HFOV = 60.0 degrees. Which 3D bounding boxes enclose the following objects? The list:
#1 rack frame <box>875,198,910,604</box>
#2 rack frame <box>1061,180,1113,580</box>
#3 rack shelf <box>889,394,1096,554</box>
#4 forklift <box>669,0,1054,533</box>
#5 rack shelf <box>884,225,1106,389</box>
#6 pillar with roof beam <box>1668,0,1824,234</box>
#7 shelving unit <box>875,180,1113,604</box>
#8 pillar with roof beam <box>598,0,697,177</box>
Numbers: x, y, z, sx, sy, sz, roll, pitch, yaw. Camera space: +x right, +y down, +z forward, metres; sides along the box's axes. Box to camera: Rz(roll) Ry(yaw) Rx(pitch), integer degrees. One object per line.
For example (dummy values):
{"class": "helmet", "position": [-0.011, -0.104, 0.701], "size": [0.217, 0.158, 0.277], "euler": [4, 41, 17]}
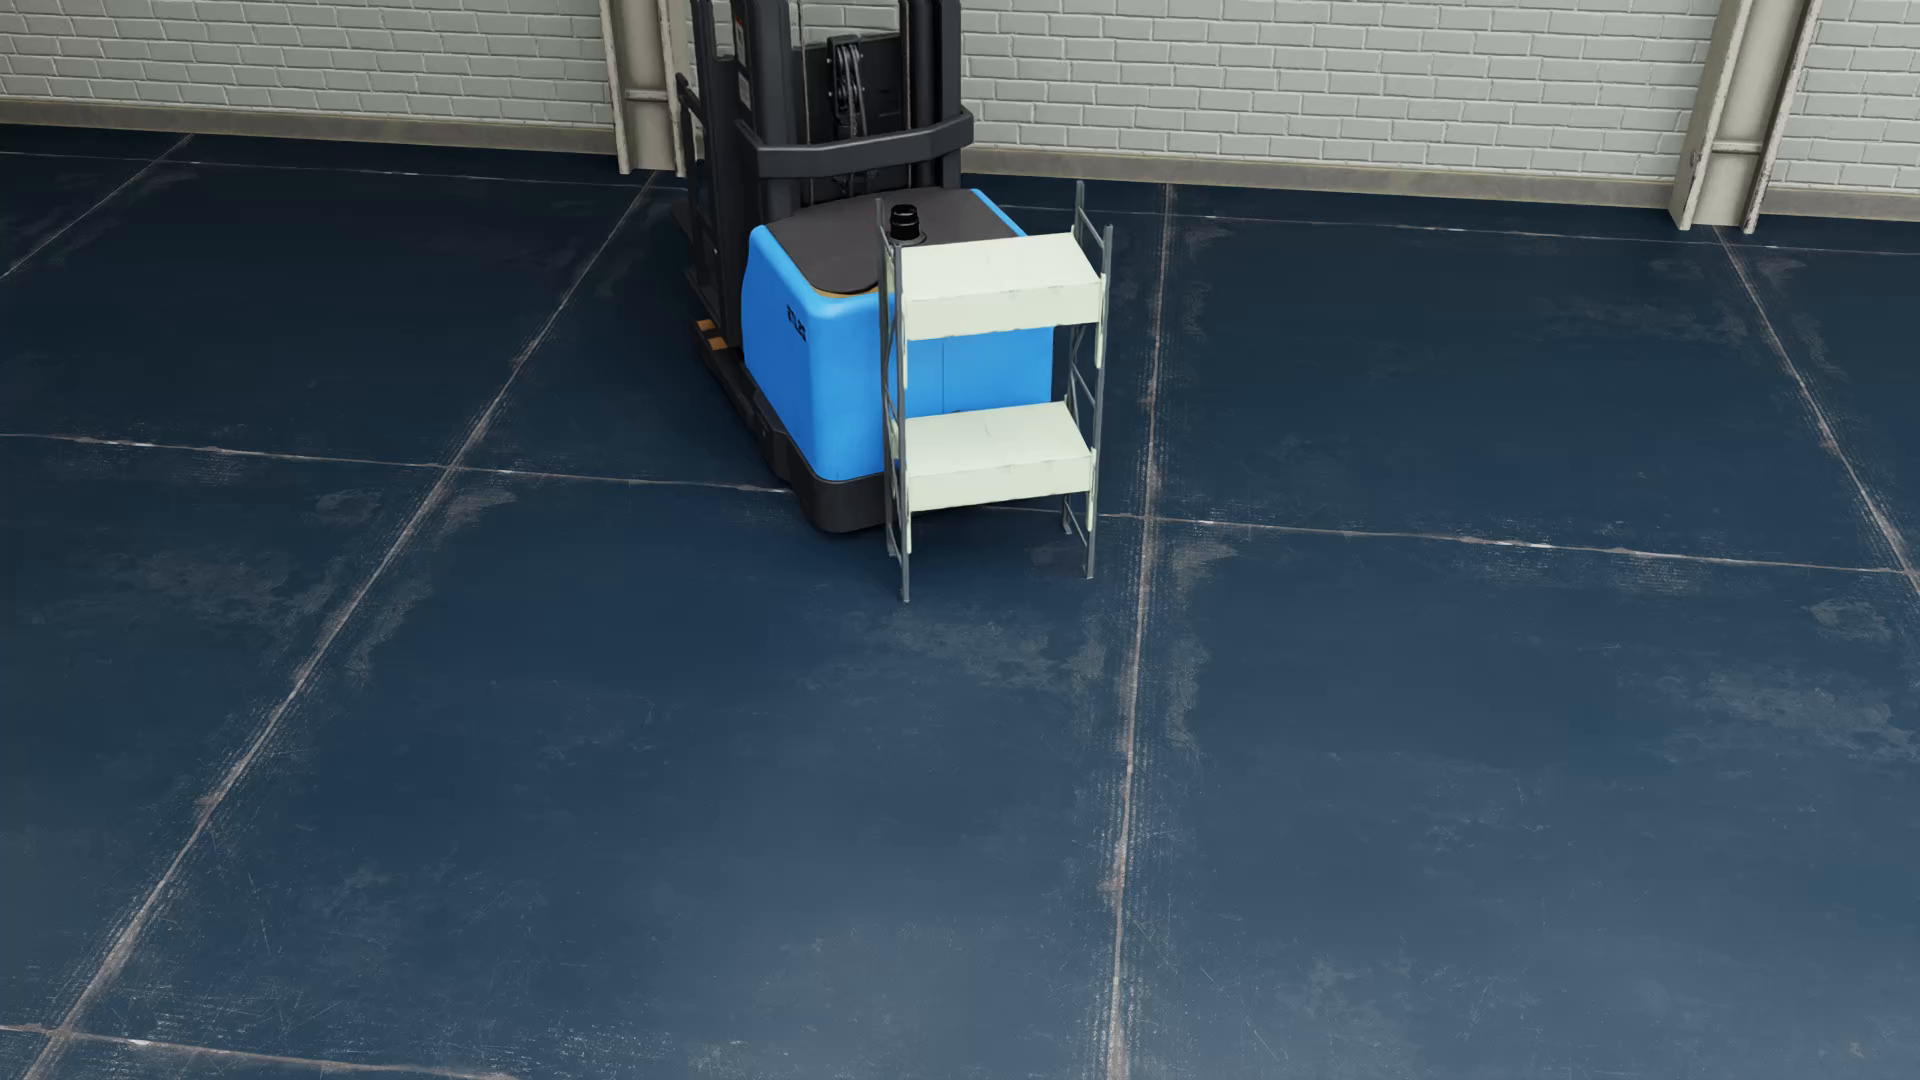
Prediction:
{"class": "rack frame", "position": [-0.246, -0.480, 6.132], "size": [0.023, 1.500, 0.400], "euler": [-7, 36, -10]}
{"class": "rack frame", "position": [0.470, -0.568, 6.255], "size": [0.023, 1.500, 0.400], "euler": [-7, 36, -10]}
{"class": "rack shelf", "position": [0.112, -0.259, 6.383], "size": [0.720, 0.370, 0.431], "euler": [-7, 36, -10]}
{"class": "forklift", "position": [-0.651, -2.072, 7.130], "size": [1.130, 2.935, 3.031], "euler": [-14, 38, -18]}
{"class": "rack shelf", "position": [0.112, -0.842, 5.967], "size": [0.720, 0.370, 0.431], "euler": [-7, 36, -10]}
{"class": "pillar with roof beam", "position": [3.620, -2.963, 3.155], "size": [0.400, 9.000, 9.100], "euler": [4, 36, 6]}
{"class": "shelving unit", "position": [0.112, -0.524, 6.193], "size": [0.755, 1.500, 0.431], "euler": [-7, 36, -10]}
{"class": "pillar with roof beam", "position": [-2.332, -3.407, 3.777], "size": [0.400, 9.000, 9.100], "euler": [4, 36, 6]}
